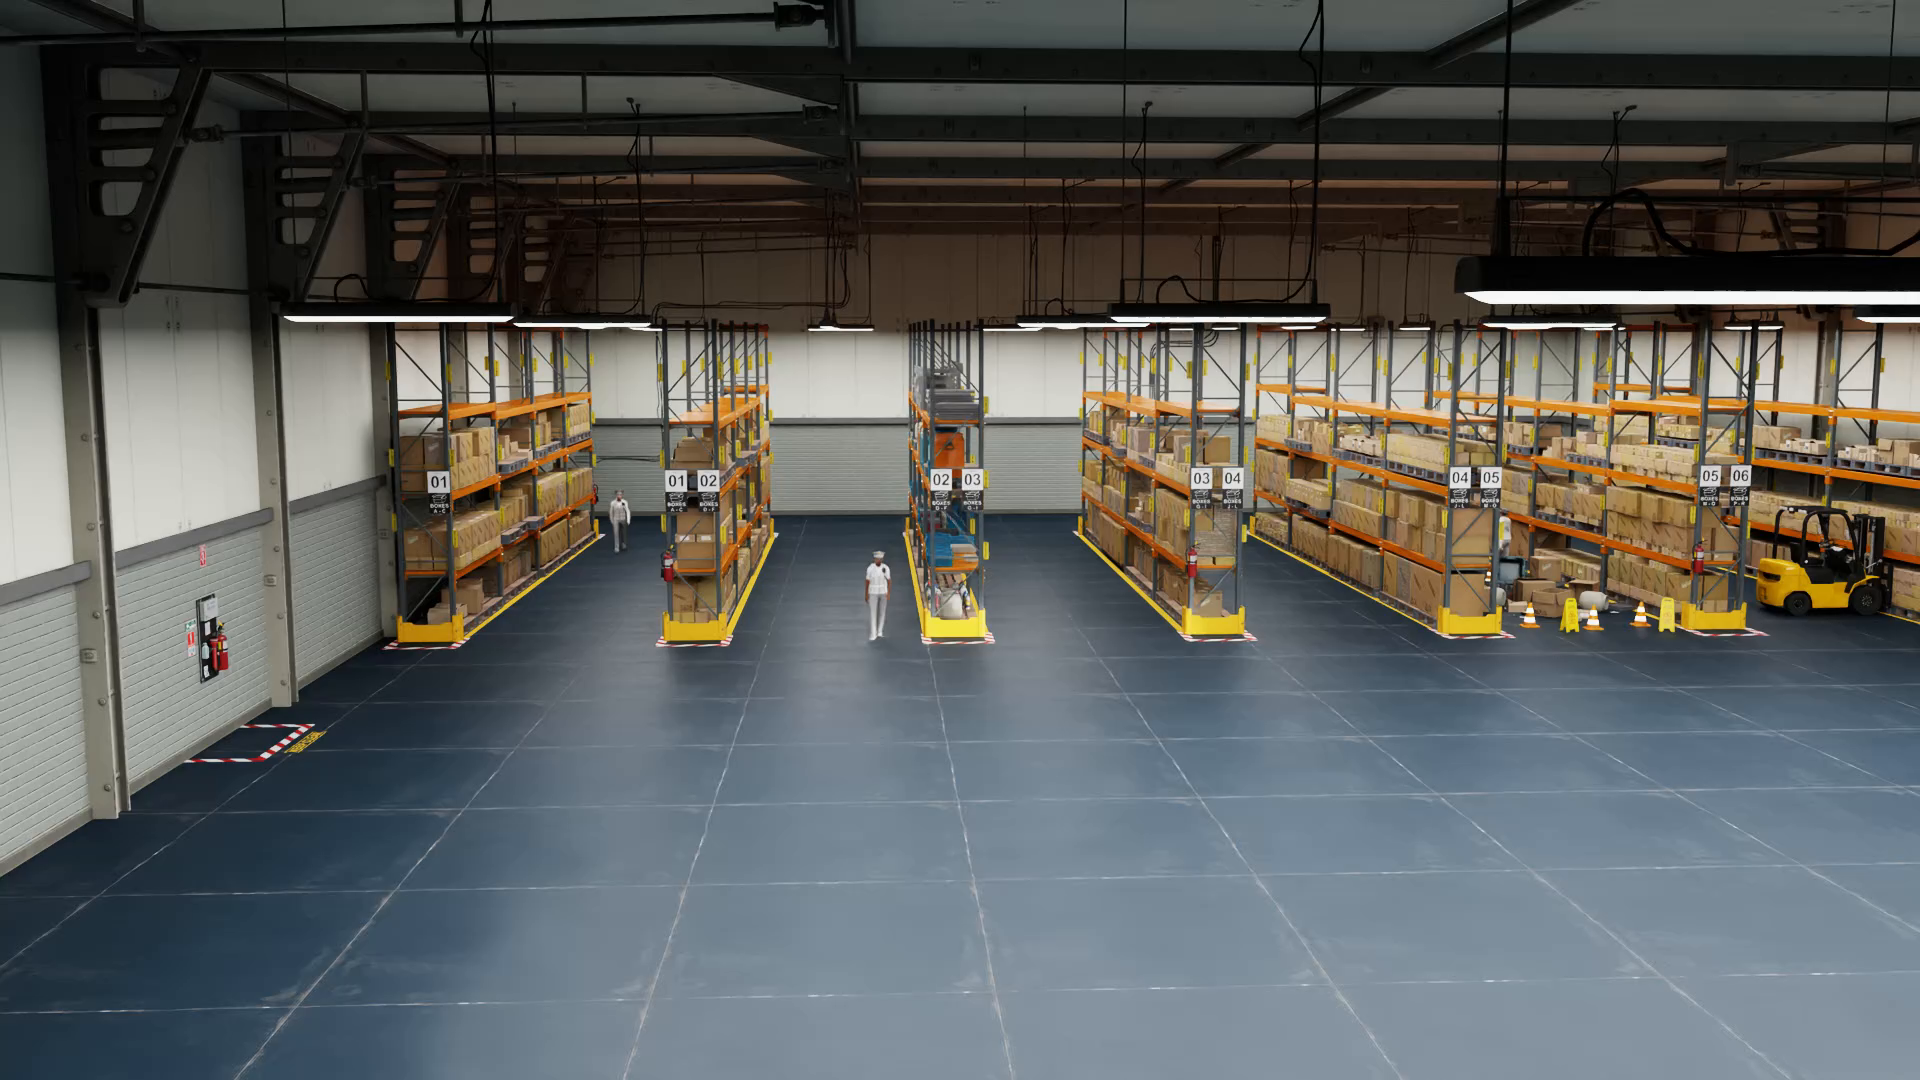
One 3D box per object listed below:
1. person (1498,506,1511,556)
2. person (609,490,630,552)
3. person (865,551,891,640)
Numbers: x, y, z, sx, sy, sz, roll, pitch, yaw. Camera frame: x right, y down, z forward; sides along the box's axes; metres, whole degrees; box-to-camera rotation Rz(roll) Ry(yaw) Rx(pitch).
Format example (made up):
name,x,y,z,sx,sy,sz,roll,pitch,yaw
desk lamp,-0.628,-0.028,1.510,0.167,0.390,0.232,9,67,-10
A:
name,x,y,z,sx,sy,sz,roll,pitch,yaw
person,12.830,0.059,39.191,0.489,1.671,0.496,-3,8,-26
person,-8.999,-0.531,43.966,0.558,1.615,1.034,-1,7,-6
person,-1.544,1.029,31.279,0.510,1.647,0.866,-2,7,-14
